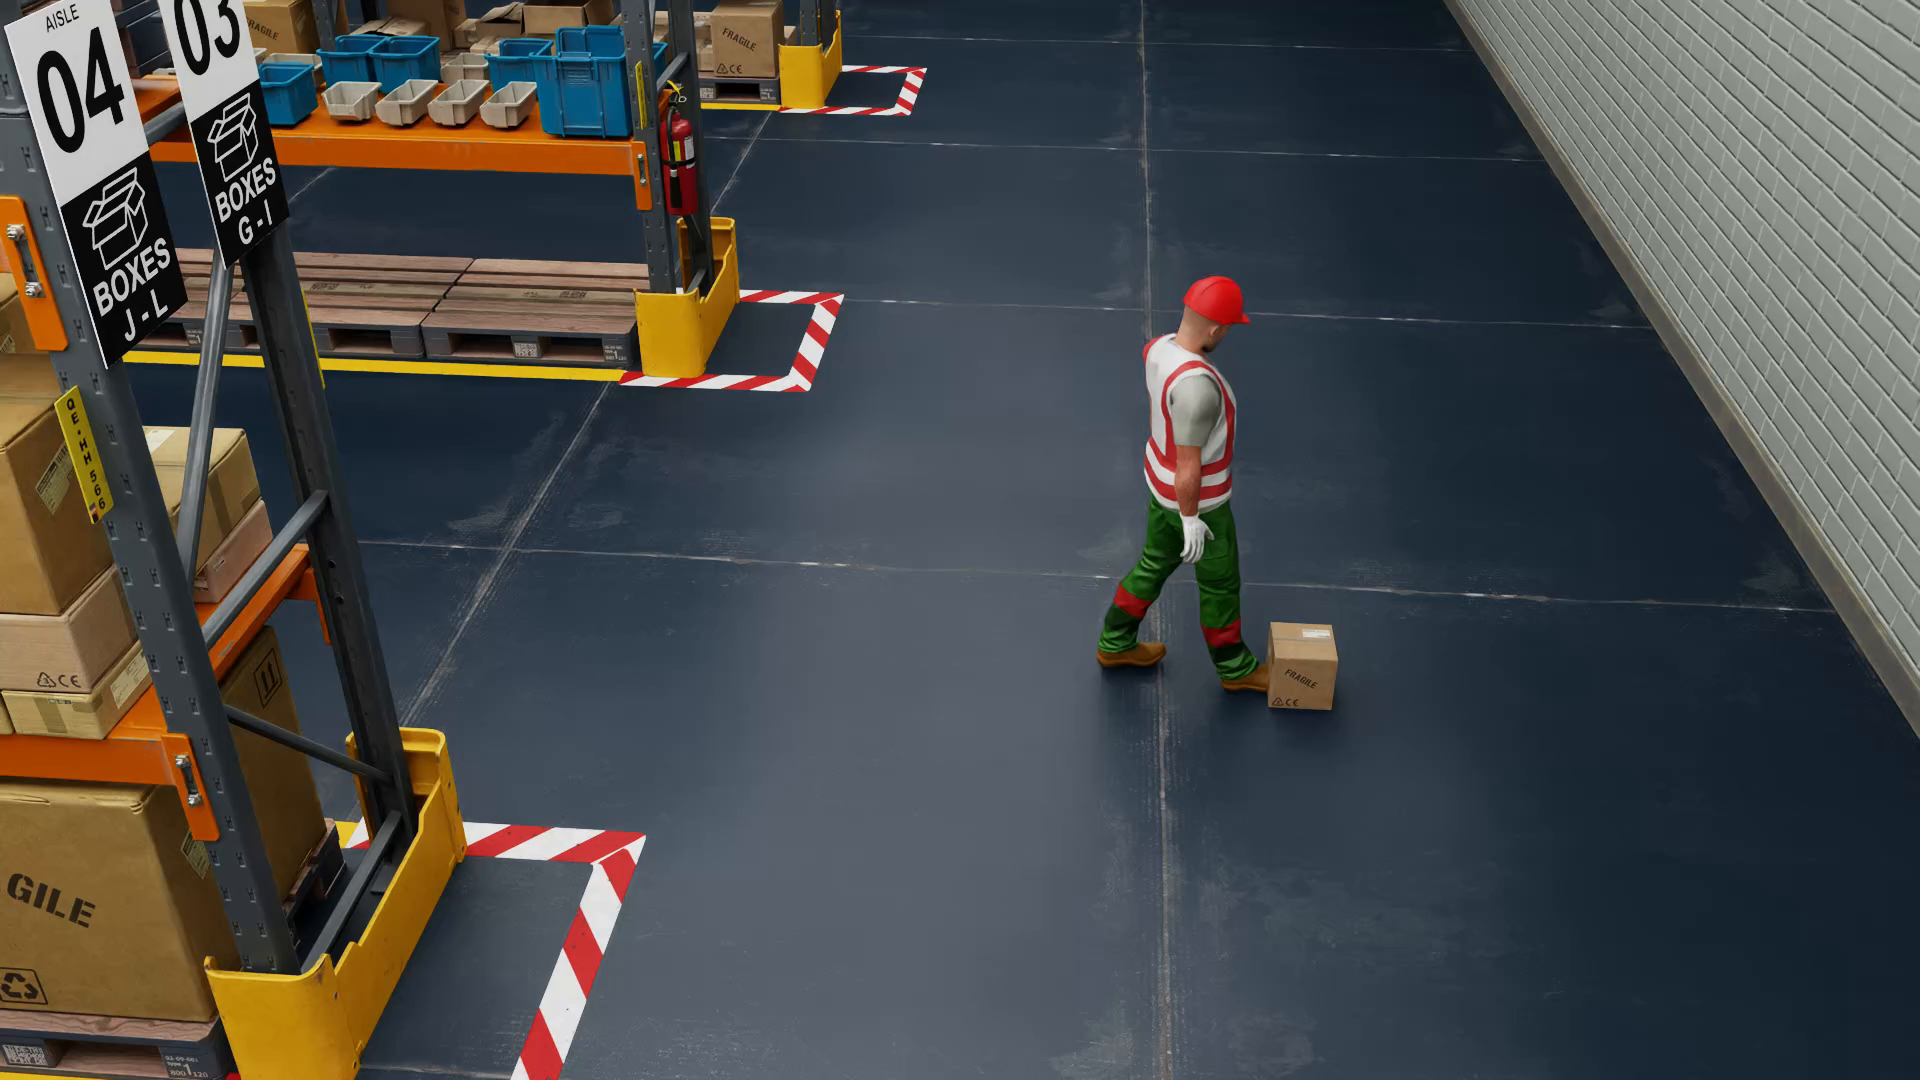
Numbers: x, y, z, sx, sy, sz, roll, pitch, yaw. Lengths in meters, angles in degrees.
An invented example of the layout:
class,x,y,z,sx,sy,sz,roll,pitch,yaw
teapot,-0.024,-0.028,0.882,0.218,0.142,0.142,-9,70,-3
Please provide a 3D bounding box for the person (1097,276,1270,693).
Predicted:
class,x,y,z,sx,sy,sz,roll,pitch,yaw
person,0.960,-0.197,6.428,0.768,1.763,0.613,-4,32,-6
